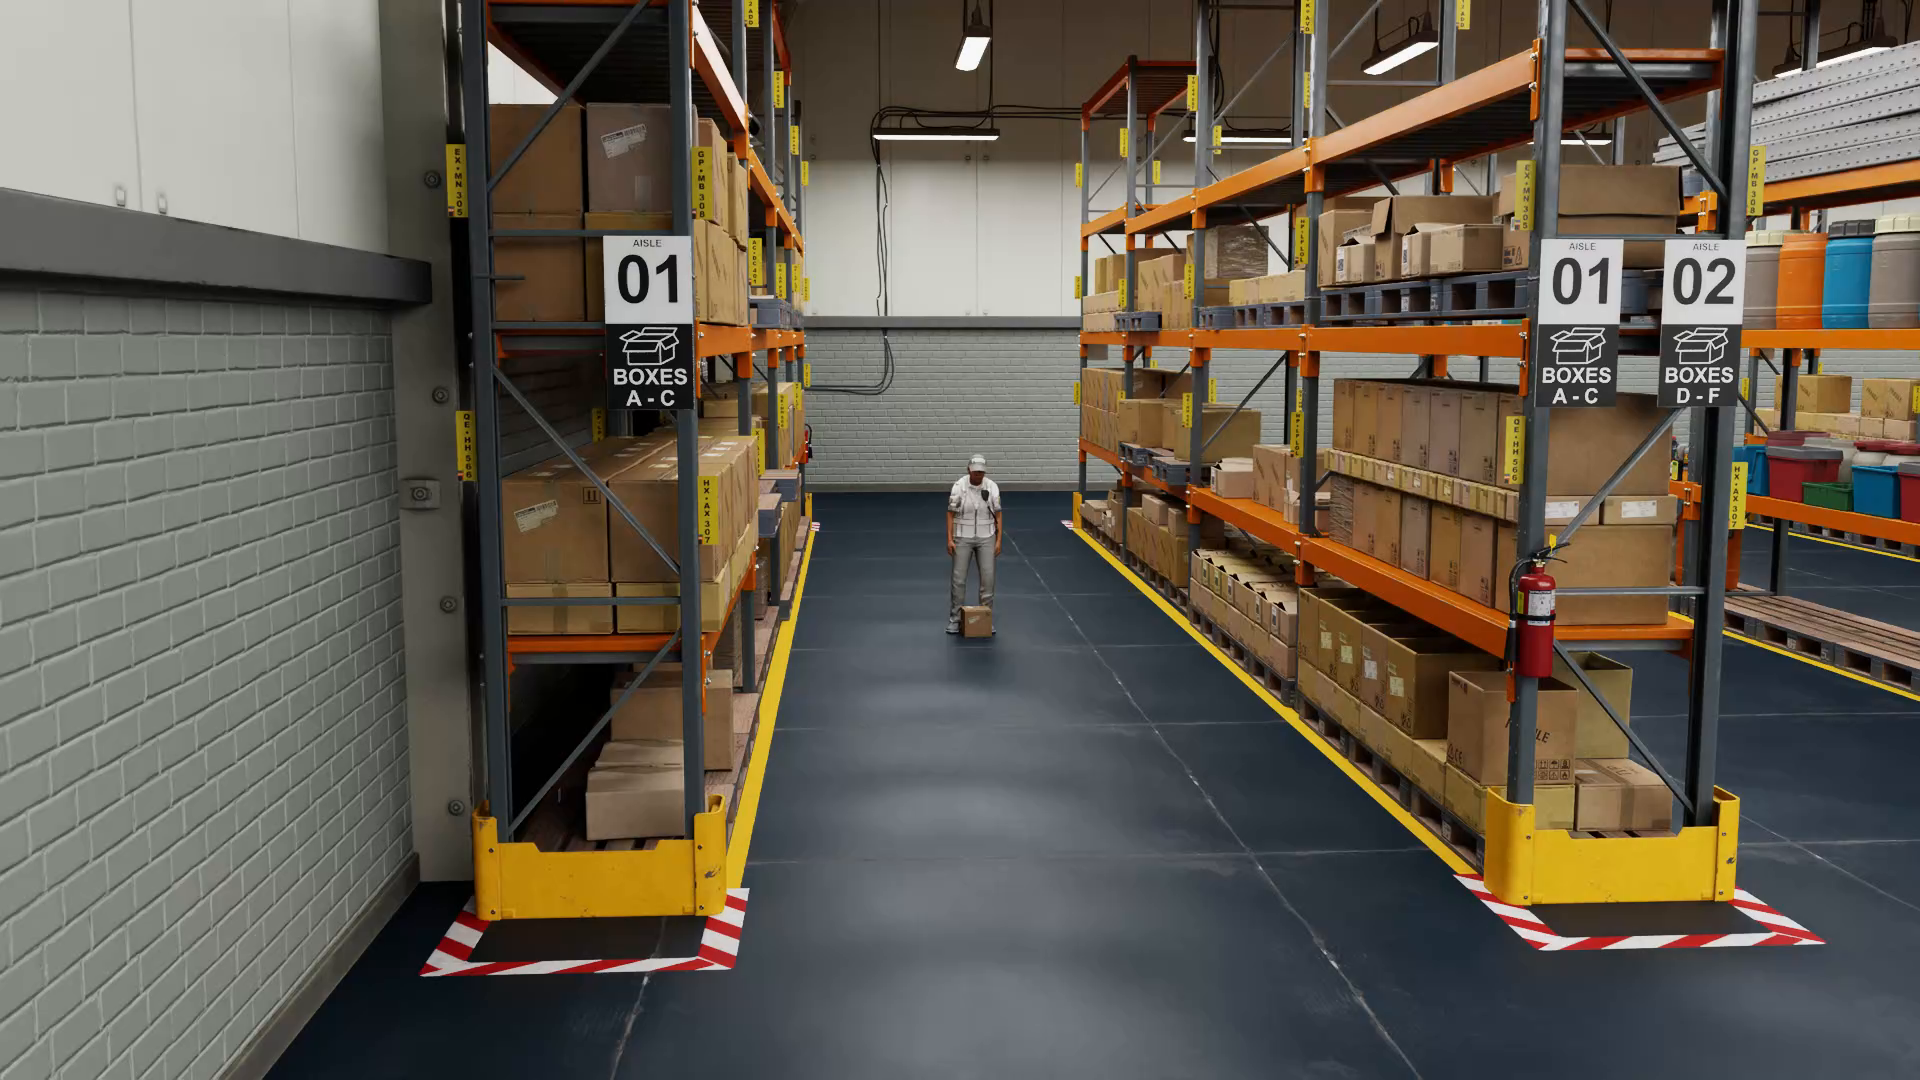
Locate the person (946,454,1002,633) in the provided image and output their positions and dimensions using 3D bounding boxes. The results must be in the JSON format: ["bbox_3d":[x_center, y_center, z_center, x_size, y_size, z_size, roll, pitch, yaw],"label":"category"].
[{"bbox_3d":[0.130,0.025,15.521,0.537,1.665,0.470,0,7,-4],"label":"person"}]
